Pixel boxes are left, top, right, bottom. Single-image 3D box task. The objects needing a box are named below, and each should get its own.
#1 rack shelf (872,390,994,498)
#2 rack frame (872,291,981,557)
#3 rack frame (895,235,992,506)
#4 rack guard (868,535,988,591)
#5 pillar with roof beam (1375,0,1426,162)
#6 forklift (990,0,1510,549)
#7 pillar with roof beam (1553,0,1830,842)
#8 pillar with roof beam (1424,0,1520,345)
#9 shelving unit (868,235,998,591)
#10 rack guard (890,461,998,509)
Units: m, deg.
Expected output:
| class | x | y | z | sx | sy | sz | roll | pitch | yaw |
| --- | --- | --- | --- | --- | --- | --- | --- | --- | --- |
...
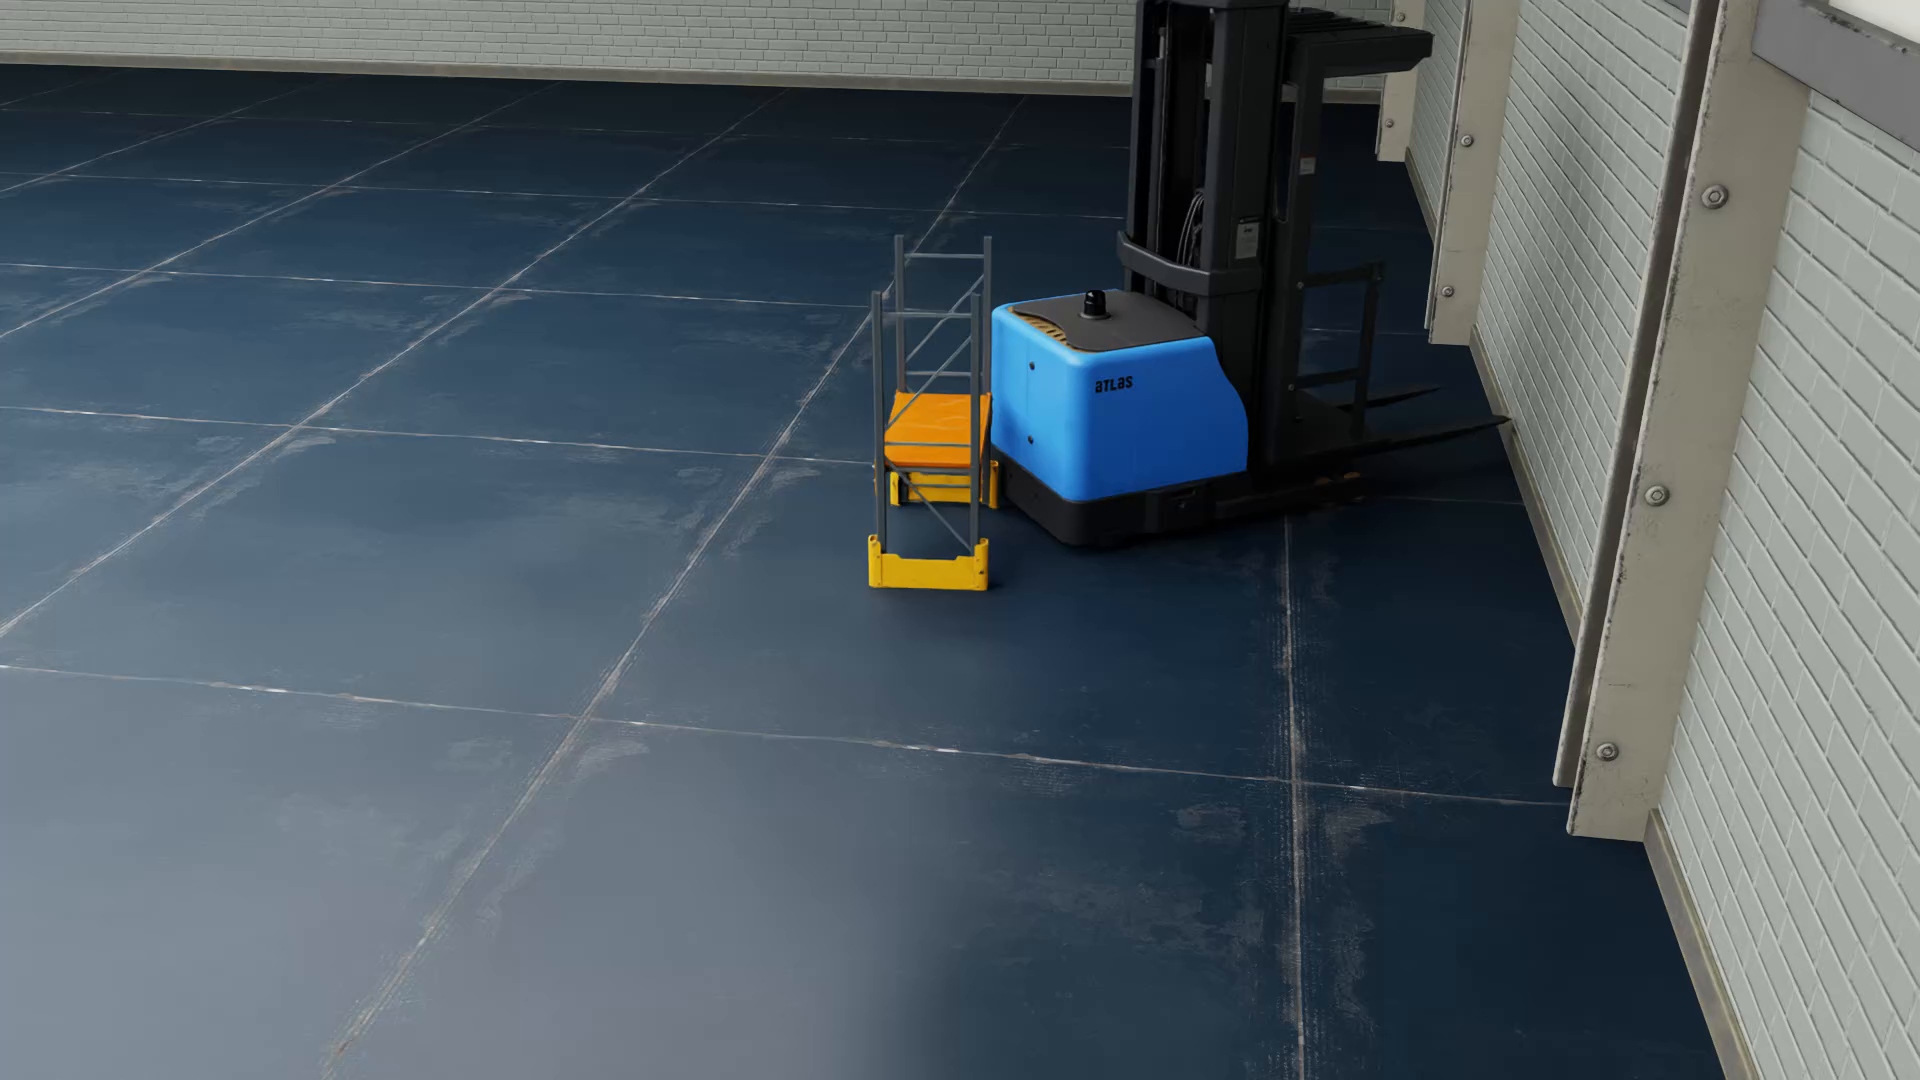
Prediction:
| class | x | y | z | sx | sy | sz | roll | pitch | yaw |
| --- | --- | --- | --- | --- | --- | --- | --- | --- | --- |
| rack shelf | -0.120 | -0.504 | 8.483 | 0.538 | 0.185 | 1.000 | 2 | 25 | 4 |
| rack frame | -0.155 | -0.452 | 7.947 | 0.500 | 1.500 | 0.032 | 2 | 25 | 4 |
| rack frame | -0.084 | -0.882 | 8.866 | 0.500 | 1.500 | 0.032 | 2 | 25 | 4 |
| rack guard | -0.155 | 0.113 | 8.213 | 0.587 | 0.250 | 0.087 | 2 | 25 | 4 |
| pillar with roof beam | 0.221 | -8.340 | 15.952 | 9.100 | 9.000 | 0.400 | 4 | 25 | 9 |
| forklift | 1.711 | -1.691 | 8.905 | 3.031 | 2.935 | 1.130 | -11 | 27 | -22 |
| pillar with roof beam | -1.740 | -3.321 | 5.230 | 9.100 | 9.000 | 0.400 | 4 | 25 | 9 |
| pillar with roof beam | -0.759 | -5.830 | 10.591 | 9.100 | 9.000 | 0.400 | 4 | 25 | 9 |
| shelving unit | -0.120 | -0.664 | 8.398 | 0.587 | 1.500 | 1.083 | 2 | 25 | 4 |
| rack guard | -0.086 | -0.308 | 9.113 | 0.587 | 0.250 | 0.087 | 2 | 25 | 4 |
